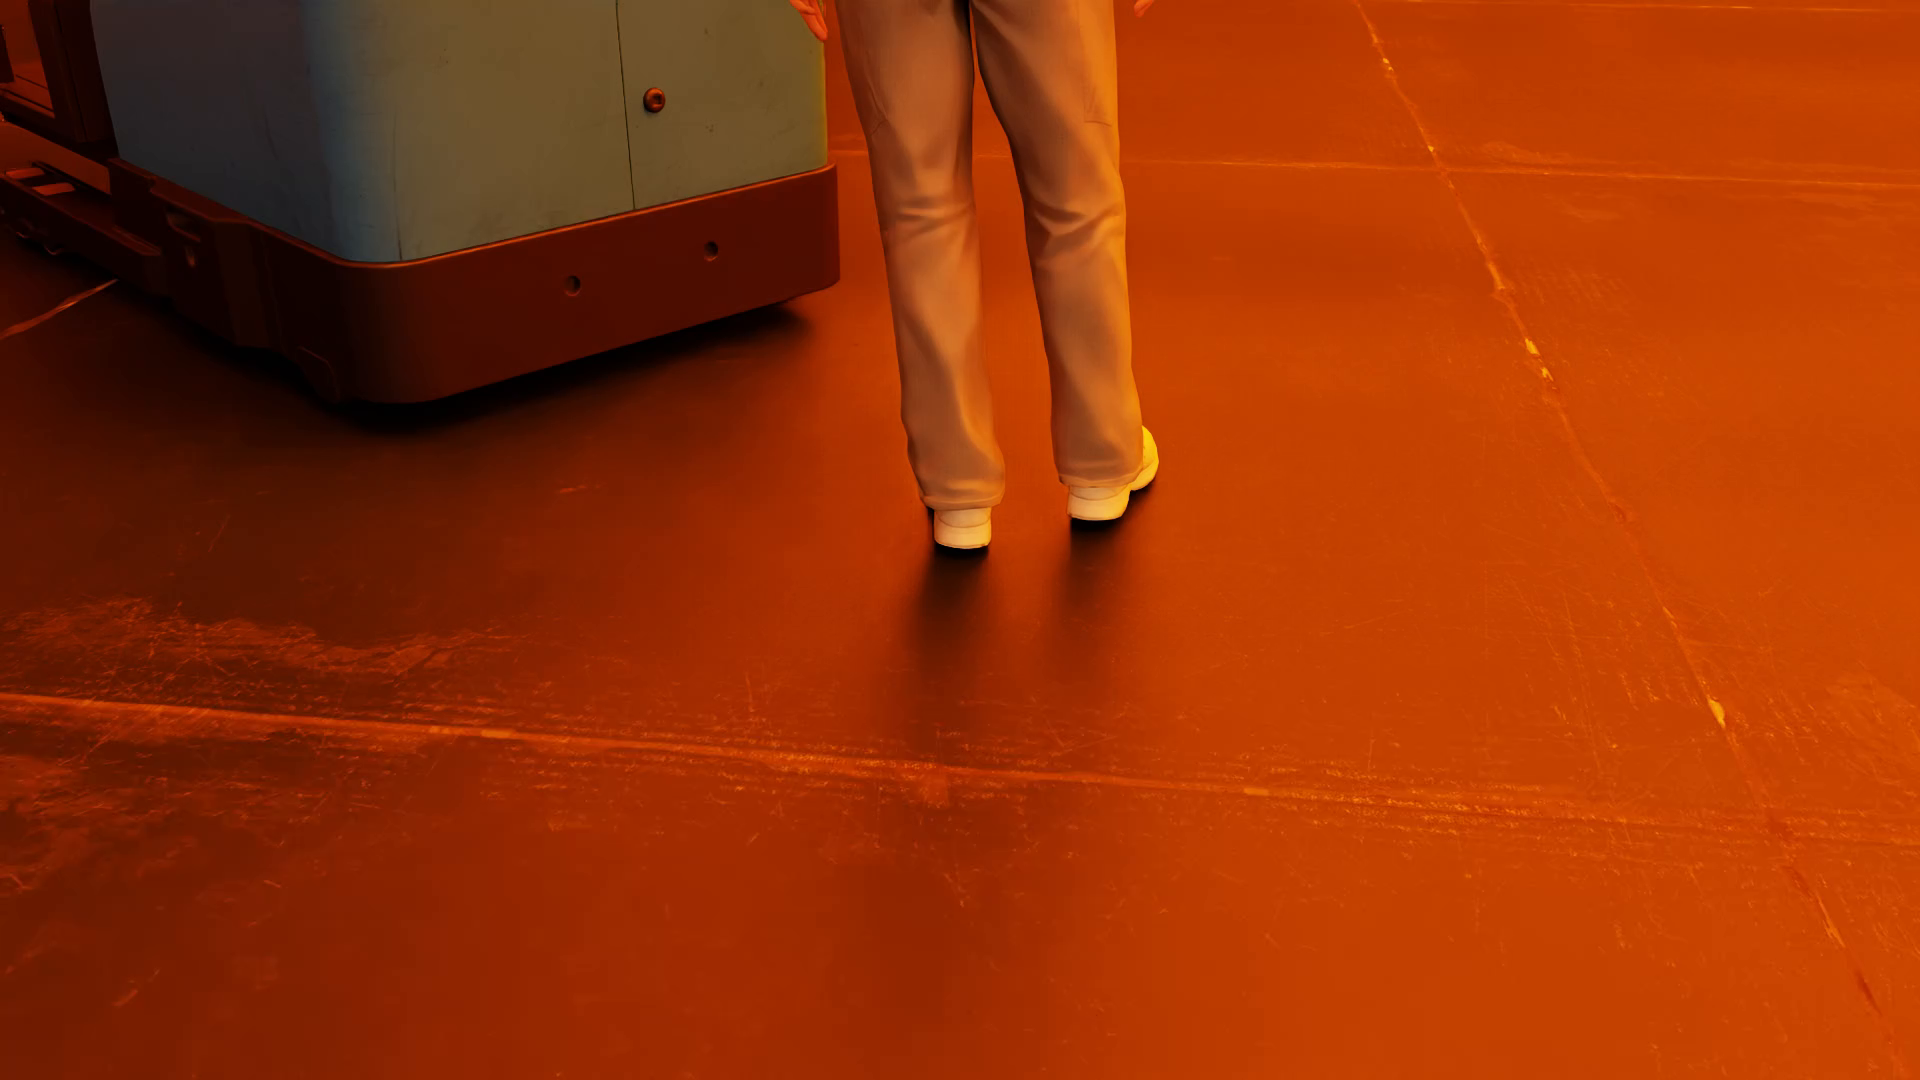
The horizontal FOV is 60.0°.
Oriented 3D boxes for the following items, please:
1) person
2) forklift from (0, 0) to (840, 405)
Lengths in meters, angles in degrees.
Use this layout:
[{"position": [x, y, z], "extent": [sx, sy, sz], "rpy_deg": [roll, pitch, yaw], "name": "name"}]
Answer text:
[{"position": [0.024, -0.788, 2.187], "extent": [0.549, 1.674, 0.548], "rpy_deg": [3, 27, 7], "name": "person"}, {"position": [-1.637, -2.101, 3.429], "extent": [1.130, 2.935, 3.031], "rpy_deg": [-24, 35, -39], "name": "forklift"}]
